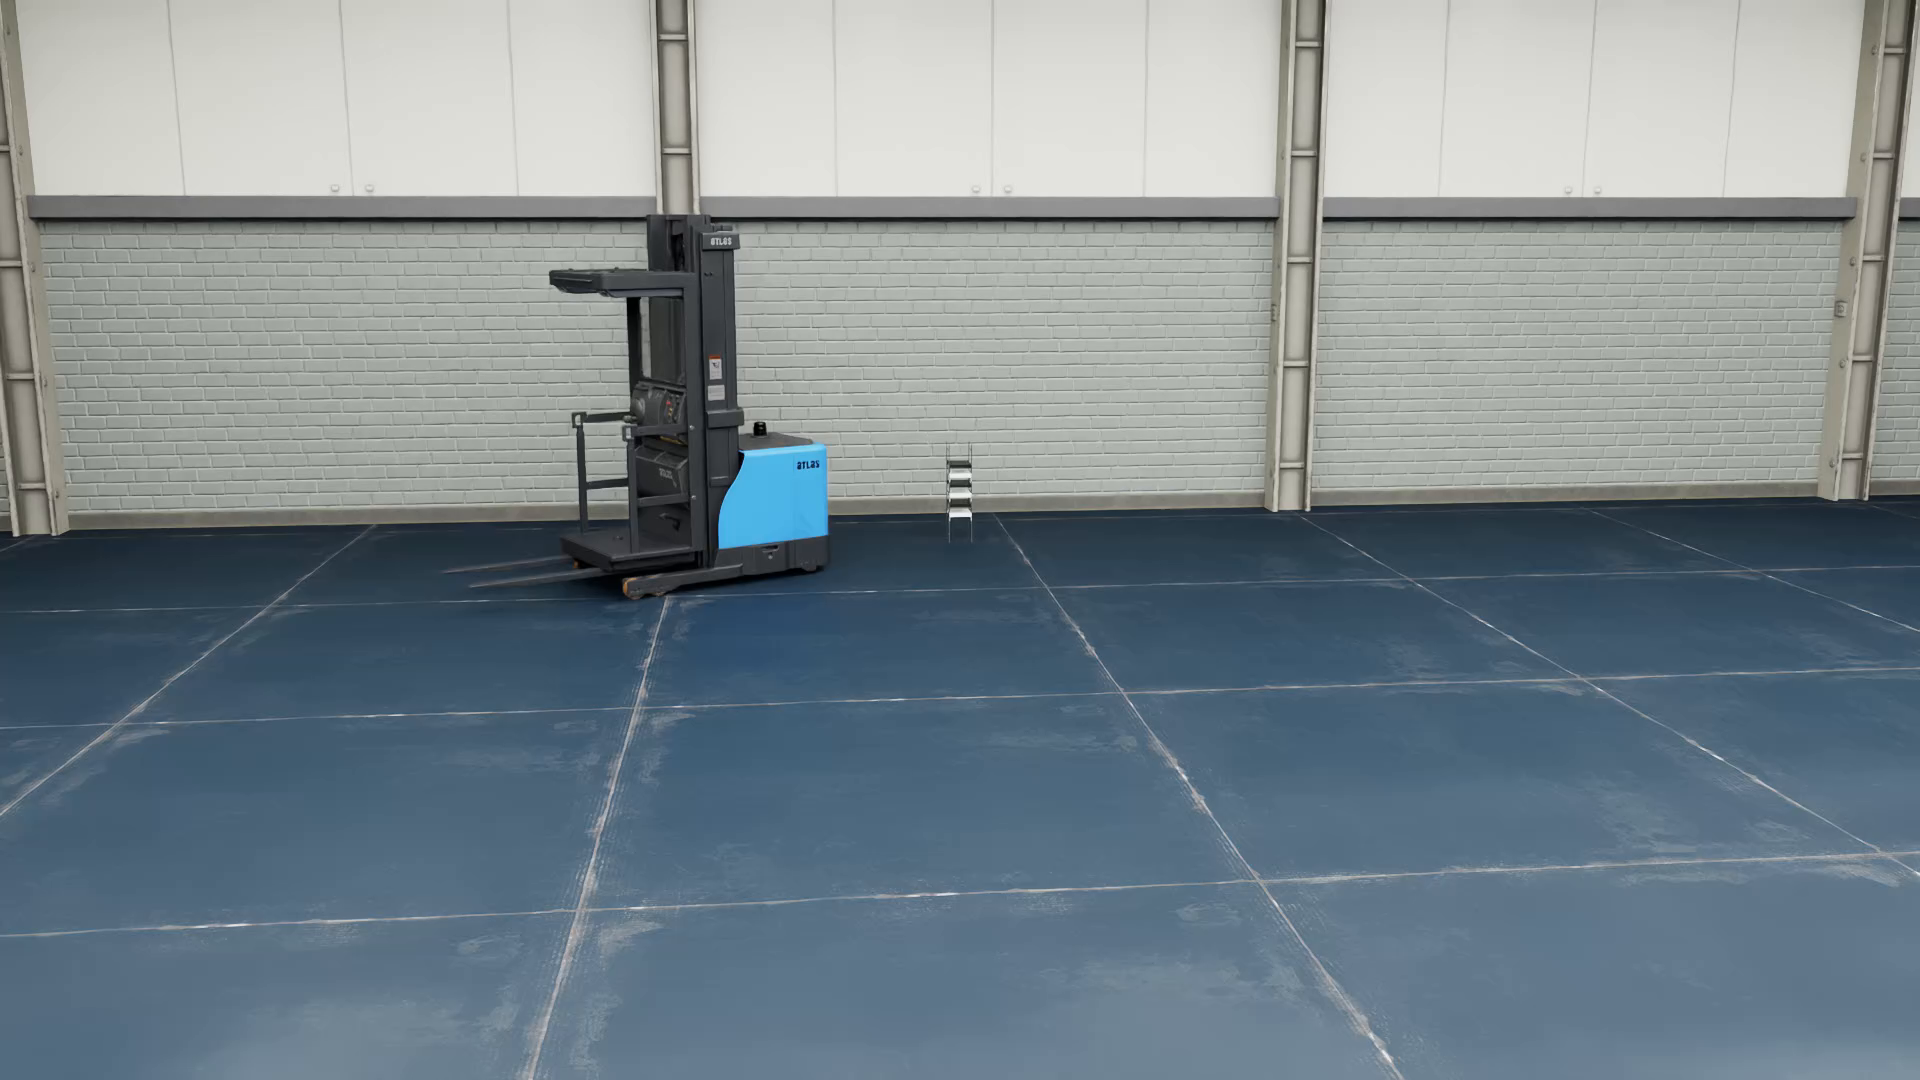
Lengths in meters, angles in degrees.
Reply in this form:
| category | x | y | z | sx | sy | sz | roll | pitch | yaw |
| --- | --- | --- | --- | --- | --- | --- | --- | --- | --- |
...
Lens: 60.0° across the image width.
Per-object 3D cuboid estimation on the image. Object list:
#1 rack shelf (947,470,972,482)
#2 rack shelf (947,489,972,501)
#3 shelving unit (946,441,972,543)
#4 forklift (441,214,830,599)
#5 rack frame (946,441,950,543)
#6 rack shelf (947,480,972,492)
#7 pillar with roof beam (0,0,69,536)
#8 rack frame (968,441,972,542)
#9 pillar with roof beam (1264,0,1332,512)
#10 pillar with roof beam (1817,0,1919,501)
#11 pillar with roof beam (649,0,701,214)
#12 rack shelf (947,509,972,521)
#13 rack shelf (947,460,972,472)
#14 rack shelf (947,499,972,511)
| category | x | y | z | sx | sy | sz | roll | pitch | yaw |
| --- | --- | --- | --- | --- | --- | --- | --- | --- | --- |
| rack shelf | -0.008 | -0.585 | 15.134 | 0.200 | 0.077 | 0.258 | -1 | 11 | -6 |
| rack shelf | -0.008 | -0.409 | 15.169 | 0.200 | 0.077 | 0.258 | -1 | 11 | -6 |
| shelving unit | -0.008 | -0.441 | 15.162 | 0.210 | 0.900 | 0.258 | -1 | 11 | -6 |
| forklift | -2.586 | -1.092 | 13.208 | 3.031 | 2.935 | 1.130 | -8 | 14 | -34 |
| rack frame | -0.109 | -0.439 | 15.152 | 0.006 | 0.900 | 0.240 | -1 | 11 | -6 |
| rack shelf | -0.008 | -0.497 | 15.151 | 0.200 | 0.077 | 0.258 | -1 | 11 | -6 |
| pillar with roof beam | -8.147 | -3.658 | 10.531 | 0.400 | 9.000 | 9.100 | -1 | 11 | -6 |
| rack frame | 0.093 | -0.443 | 15.173 | 0.006 | 0.900 | 0.240 | -1 | 11 | -6 |
| pillar with roof beam | 3.783 | -3.908 | 11.803 | 0.400 | 9.000 | 9.100 | -1 | 11 | -6 |
| pillar with roof beam | 9.748 | -4.033 | 12.439 | 0.400 | 9.000 | 9.100 | -1 | 11 | -6 |
| pillar with roof beam | -2.182 | -3.783 | 11.167 | 0.400 | 9.000 | 9.100 | -1 | 11 | -6 |
| rack shelf | -0.008 | -0.232 | 15.203 | 0.200 | 0.077 | 0.258 | -1 | 11 | -6 |
| rack shelf | -0.008 | -0.674 | 15.117 | 0.200 | 0.077 | 0.258 | -1 | 11 | -6 |
| rack shelf | -0.008 | -0.320 | 15.186 | 0.200 | 0.077 | 0.258 | -1 | 11 | -6 |
